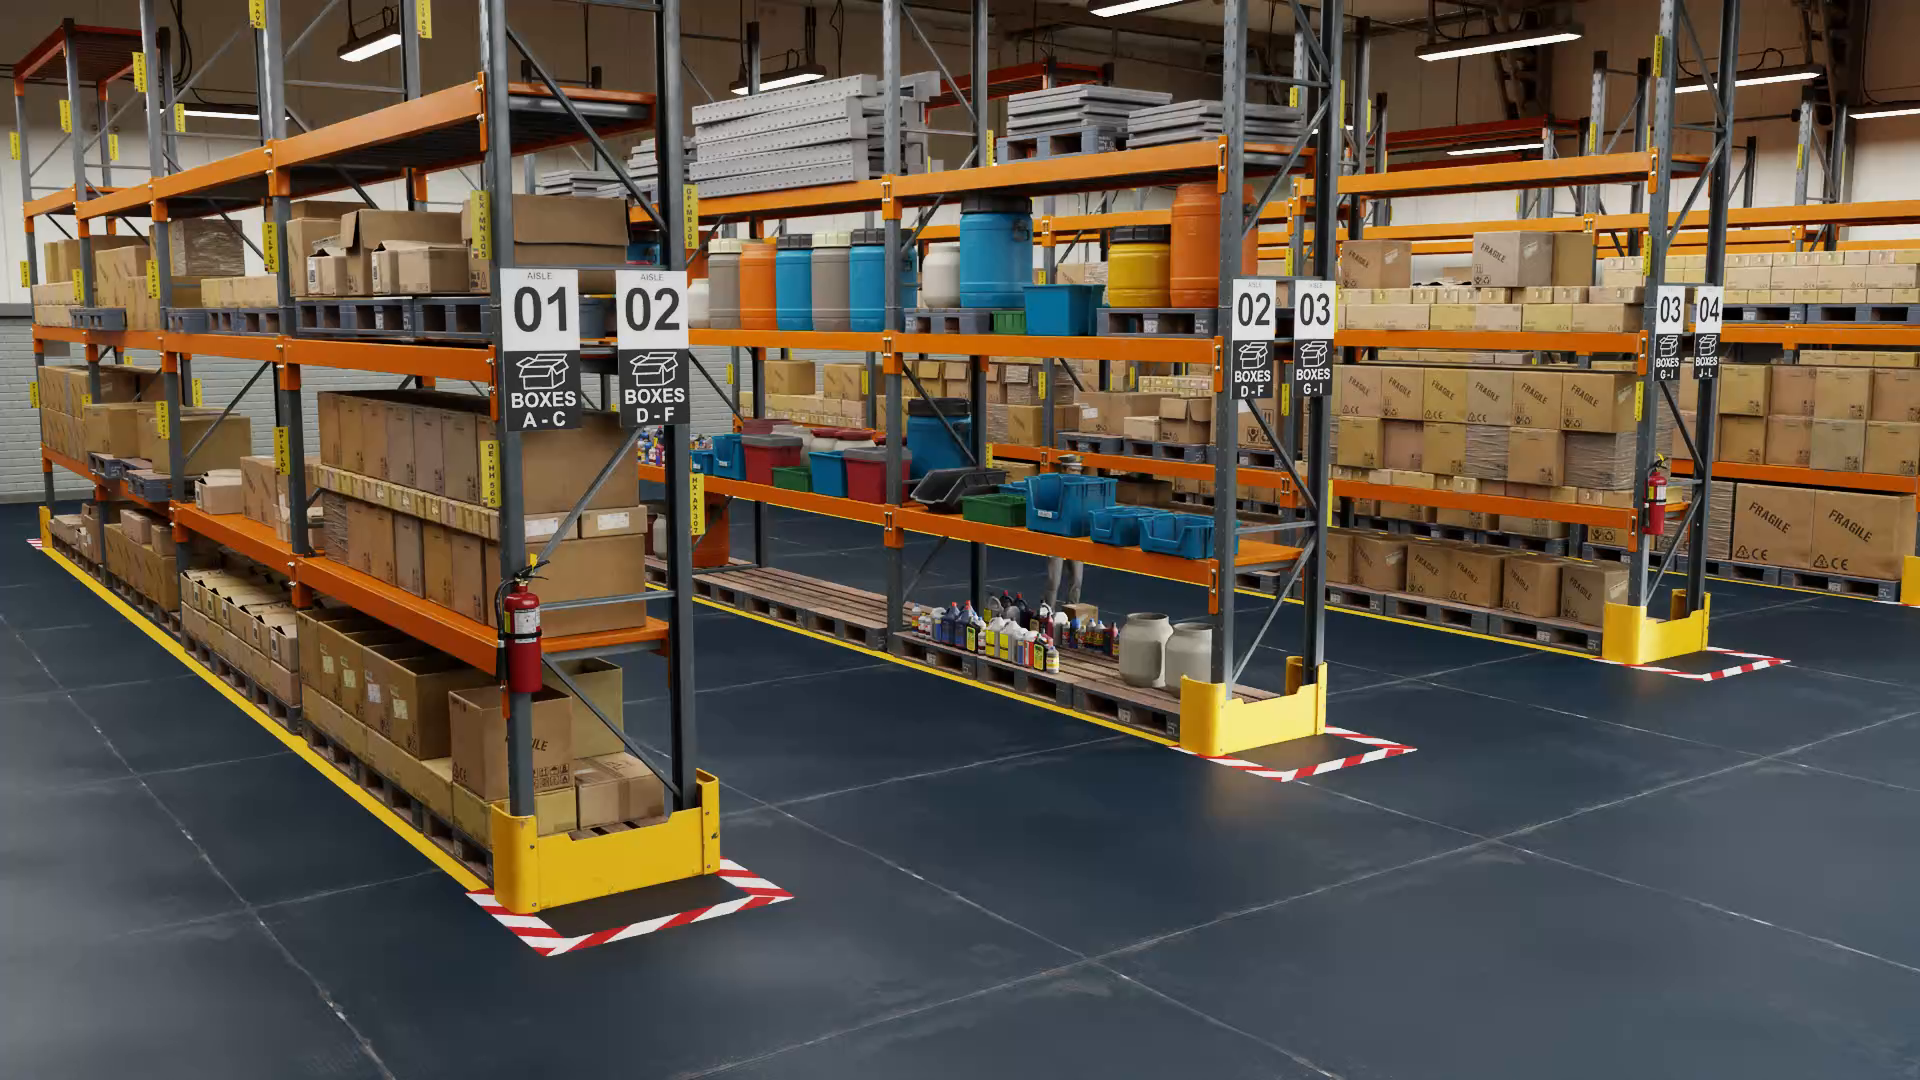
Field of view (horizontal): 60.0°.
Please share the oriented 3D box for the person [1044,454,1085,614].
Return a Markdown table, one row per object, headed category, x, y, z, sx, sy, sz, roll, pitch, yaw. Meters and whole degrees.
| category | x | y | z | sx | sy | sz | roll | pitch | yaw |
| --- | --- | --- | --- | --- | --- | --- | --- | --- | --- |
| person | 0.996 | 0.016 | 15.686 | 0.529 | 1.662 | 0.373 | -4 | 9 | -27 |
